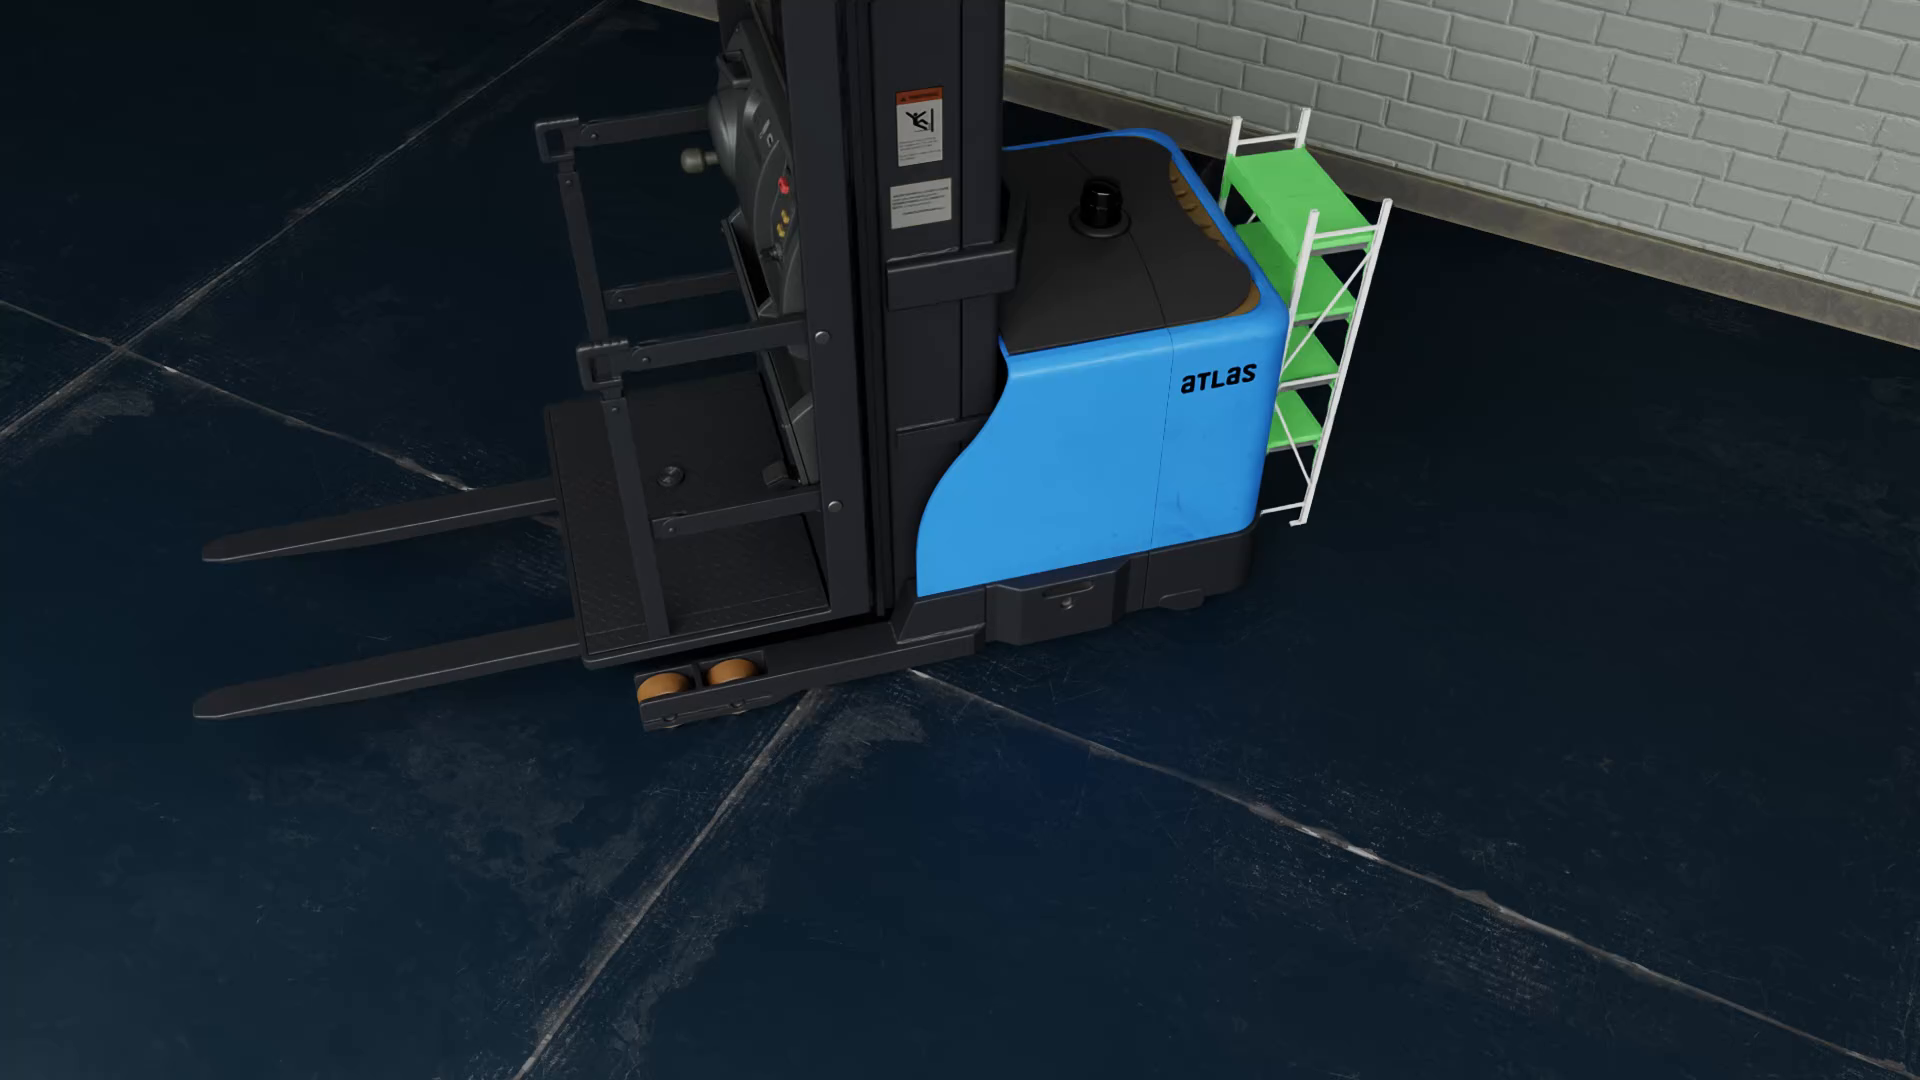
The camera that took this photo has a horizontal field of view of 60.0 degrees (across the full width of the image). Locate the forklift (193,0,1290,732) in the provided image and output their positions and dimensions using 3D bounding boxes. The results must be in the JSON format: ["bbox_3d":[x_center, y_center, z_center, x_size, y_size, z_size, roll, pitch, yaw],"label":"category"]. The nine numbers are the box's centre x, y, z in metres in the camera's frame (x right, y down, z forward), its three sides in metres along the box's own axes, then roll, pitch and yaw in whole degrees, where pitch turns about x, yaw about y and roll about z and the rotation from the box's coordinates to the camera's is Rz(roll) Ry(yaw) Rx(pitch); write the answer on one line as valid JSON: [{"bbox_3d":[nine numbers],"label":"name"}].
[{"bbox_3d":[-0.691,-0.915,4.093,3.031,2.935,1.130,-11,46,-11],"label":"forklift"}]

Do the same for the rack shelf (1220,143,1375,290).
[{"bbox_3d":[0.962,-0.927,4.729,0.258,0.148,0.480,-11,46,-15],"label":"rack shelf"}]

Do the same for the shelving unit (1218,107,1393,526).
[{"bbox_3d":[0.942,-0.630,5.020,0.258,1.200,0.503,-11,46,-15],"label":"shelving unit"}]

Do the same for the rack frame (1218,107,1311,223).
[{"bbox_3d":[0.867,-0.796,5.184,0.240,1.200,0.015,-11,46,-15],"label":"rack frame"}]

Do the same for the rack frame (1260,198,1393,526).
[{"bbox_3d":[1.017,-0.465,4.857,0.240,1.200,0.015,-11,46,-15],"label":"rack frame"}]

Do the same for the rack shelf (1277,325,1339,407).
[{"bbox_3d":[0.939,-0.585,5.065,0.258,0.148,0.480,-11,46,-15],"label":"rack shelf"}]

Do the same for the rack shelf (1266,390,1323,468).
[{"bbox_3d":[0.927,-0.414,5.233,0.258,0.148,0.480,-11,46,-15],"label":"rack shelf"}]

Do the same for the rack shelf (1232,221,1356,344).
[{"bbox_3d":[0.950,-0.756,4.897,0.258,0.148,0.480,-11,46,-15],"label":"rack shelf"}]
